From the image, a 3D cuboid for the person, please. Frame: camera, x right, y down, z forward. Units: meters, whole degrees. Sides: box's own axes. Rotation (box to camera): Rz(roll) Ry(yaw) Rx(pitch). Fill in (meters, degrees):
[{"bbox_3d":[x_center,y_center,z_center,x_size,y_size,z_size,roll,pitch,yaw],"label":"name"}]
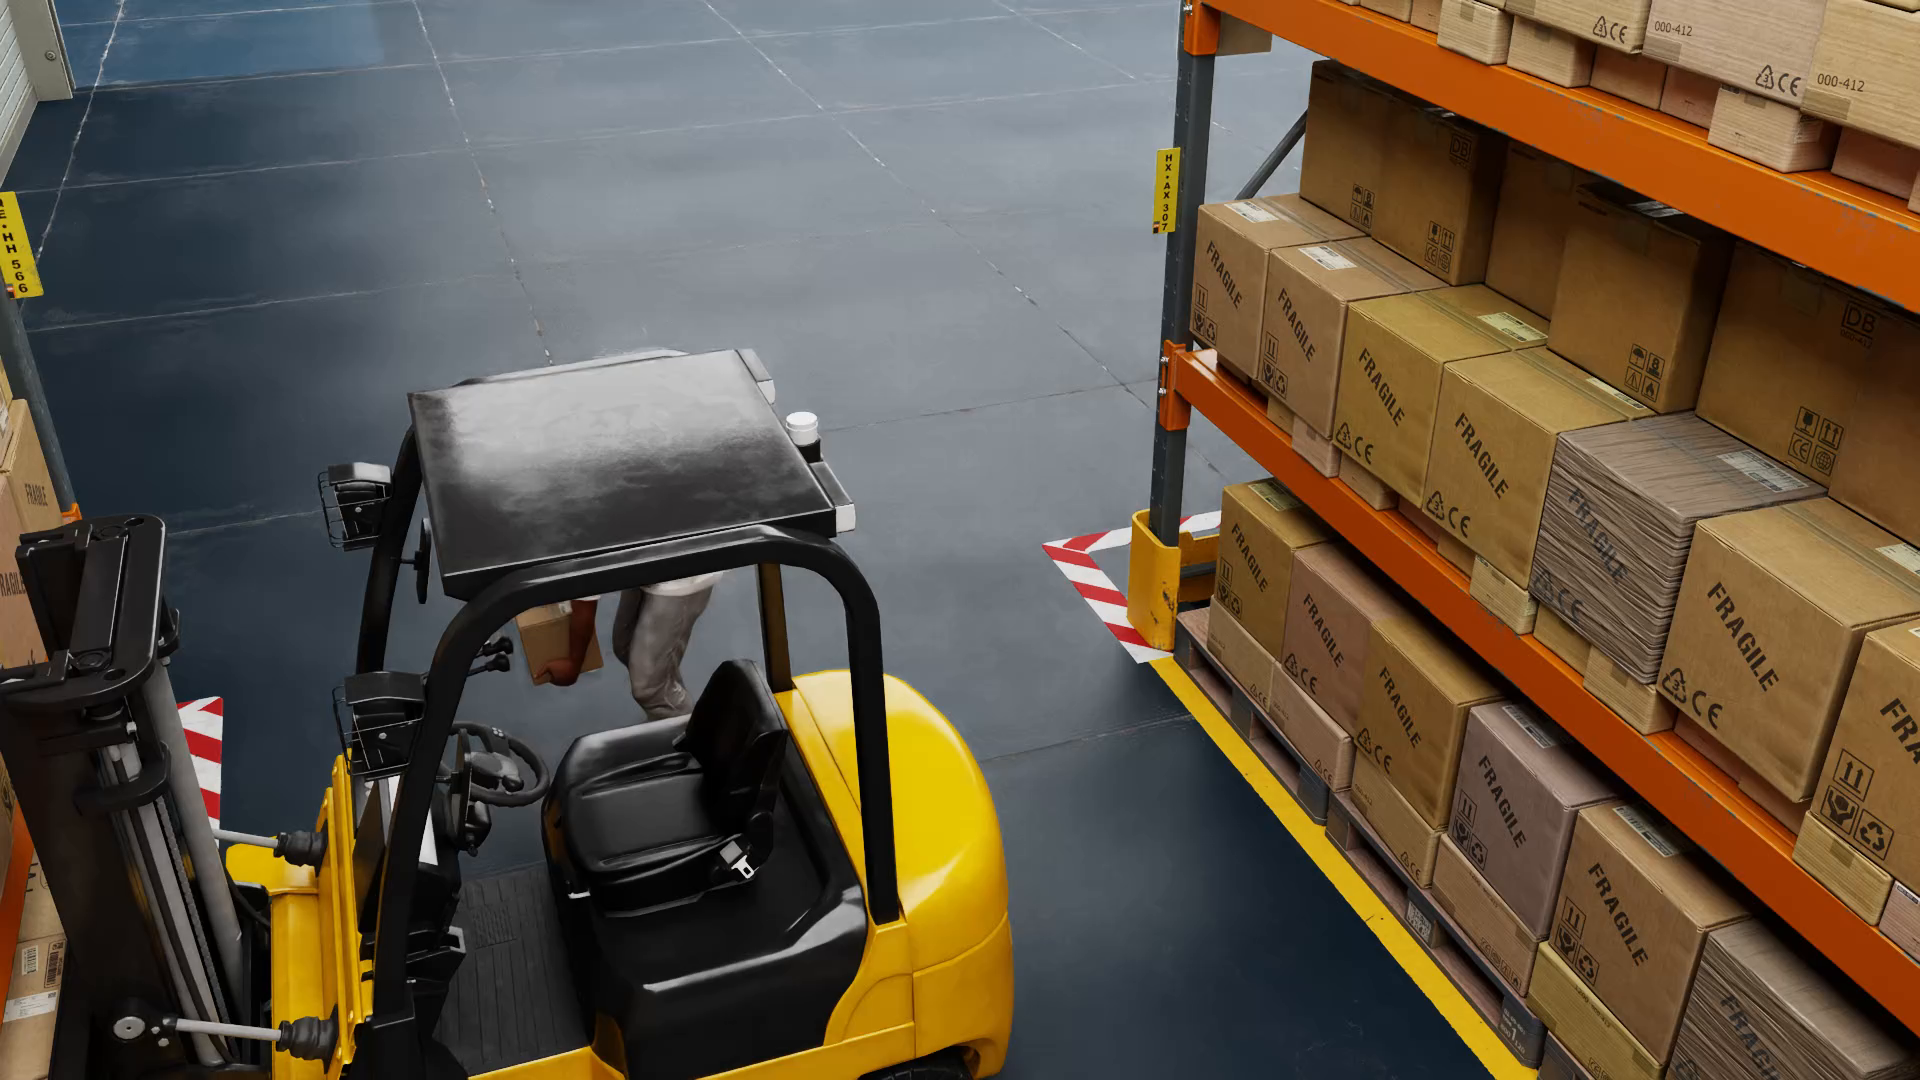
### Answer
[{"bbox_3d":[-1.260,0.254,5.927,0.832,1.497,0.488,-11,32,-19],"label":"person"}]
